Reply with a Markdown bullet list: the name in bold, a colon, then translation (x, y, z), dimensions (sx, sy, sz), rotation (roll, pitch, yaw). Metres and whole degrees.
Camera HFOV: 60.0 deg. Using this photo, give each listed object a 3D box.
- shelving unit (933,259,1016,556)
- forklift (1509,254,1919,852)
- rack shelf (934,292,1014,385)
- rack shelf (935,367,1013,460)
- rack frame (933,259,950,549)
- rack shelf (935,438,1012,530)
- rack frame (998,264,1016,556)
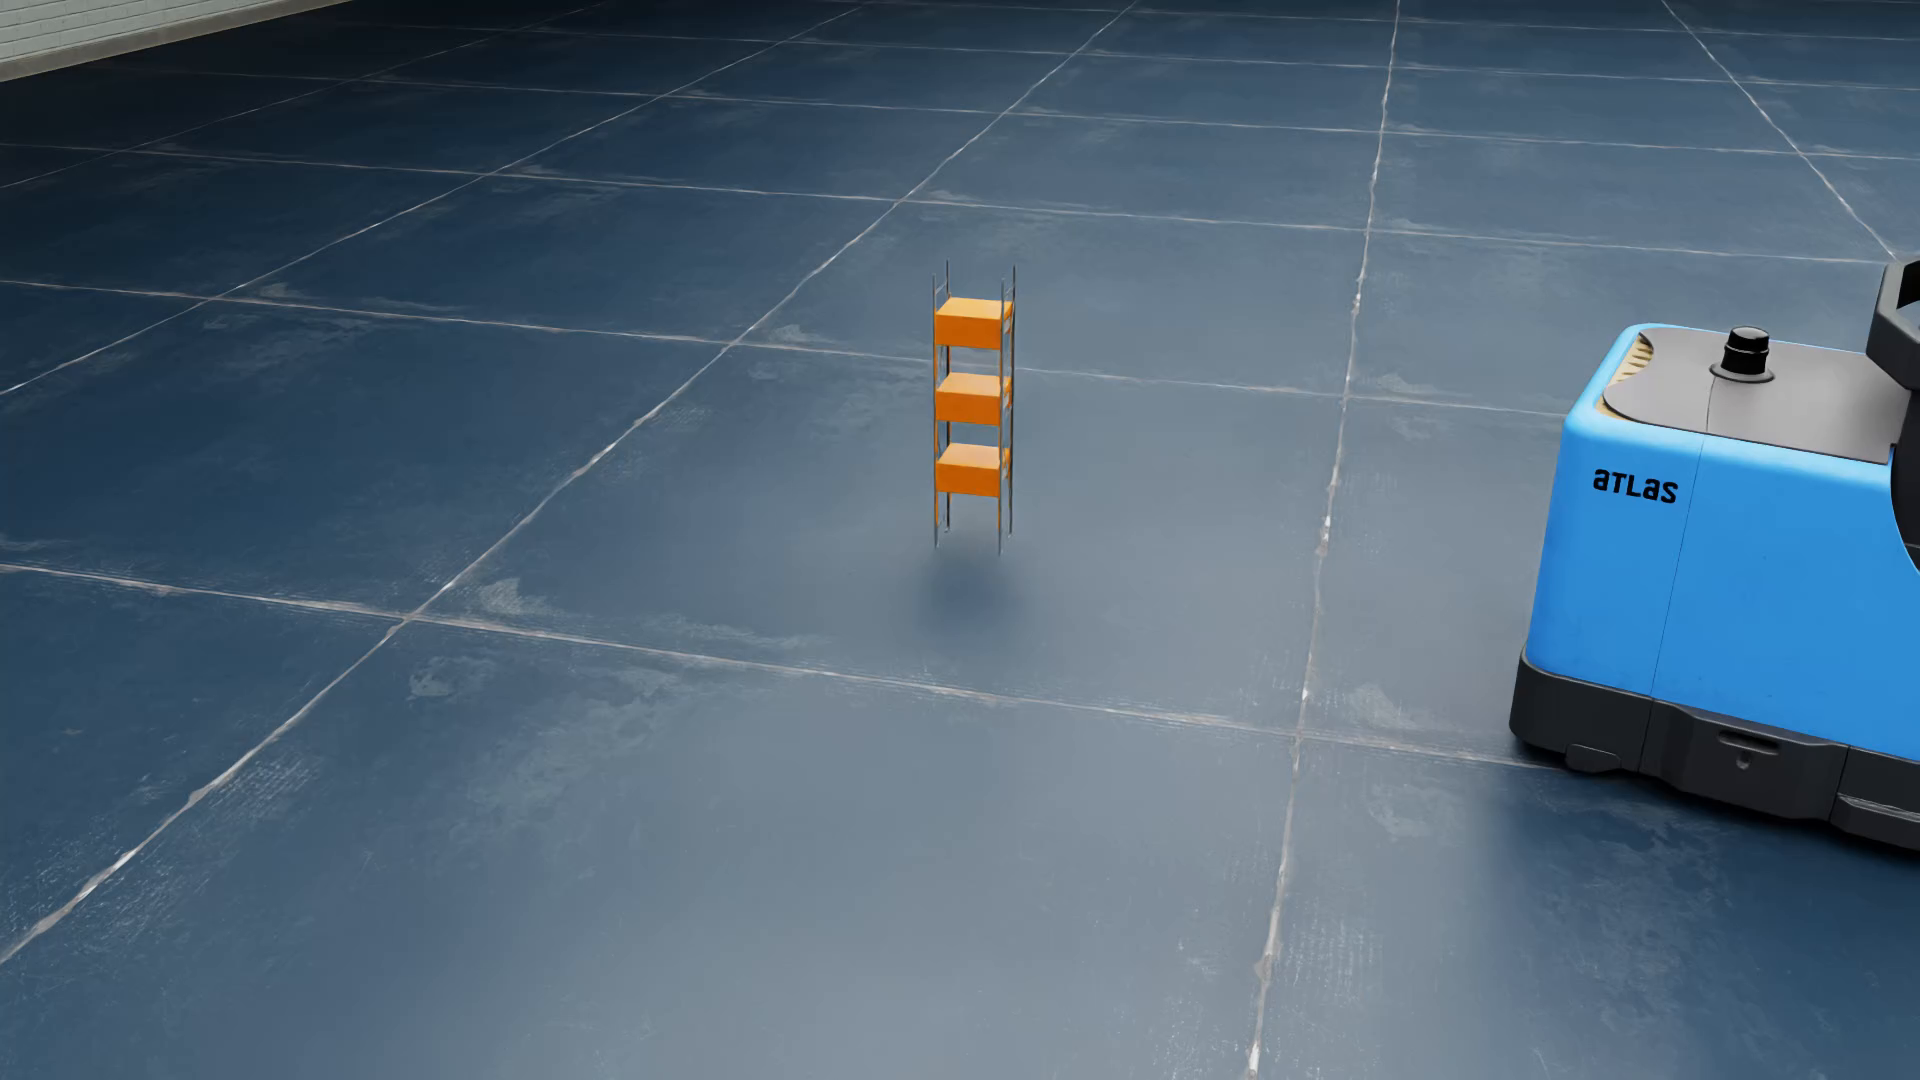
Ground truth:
- **shelving unit**: translation (0.052, -0.468, 6.012), dimensions (0.252, 1.050, 0.215), rotation (6, 26, 13)
- **forklift**: translation (3.162, -0.556, 4.009), dimensions (3.031, 2.935, 1.130), rotation (14, 29, 26)
- **rack shelf**: translation (0.052, -0.715, 5.895), dimensions (0.240, 0.259, 0.215), rotation (6, 26, 13)
- **rack shelf**: translation (0.052, -0.459, 6.017), dimensions (0.240, 0.259, 0.215), rotation (6, 26, 13)
- **rack frame**: translation (-0.066, -0.481, 6.040), dimensions (0.008, 1.050, 0.200), rotation (6, 26, 13)
- **rack shelf**: translation (0.052, -0.208, 6.136), dimensions (0.240, 0.259, 0.215), rotation (6, 26, 13)
- **rack frame**: translation (0.170, -0.455, 5.985), dimensions (0.008, 1.050, 0.200), rotation (6, 26, 13)
